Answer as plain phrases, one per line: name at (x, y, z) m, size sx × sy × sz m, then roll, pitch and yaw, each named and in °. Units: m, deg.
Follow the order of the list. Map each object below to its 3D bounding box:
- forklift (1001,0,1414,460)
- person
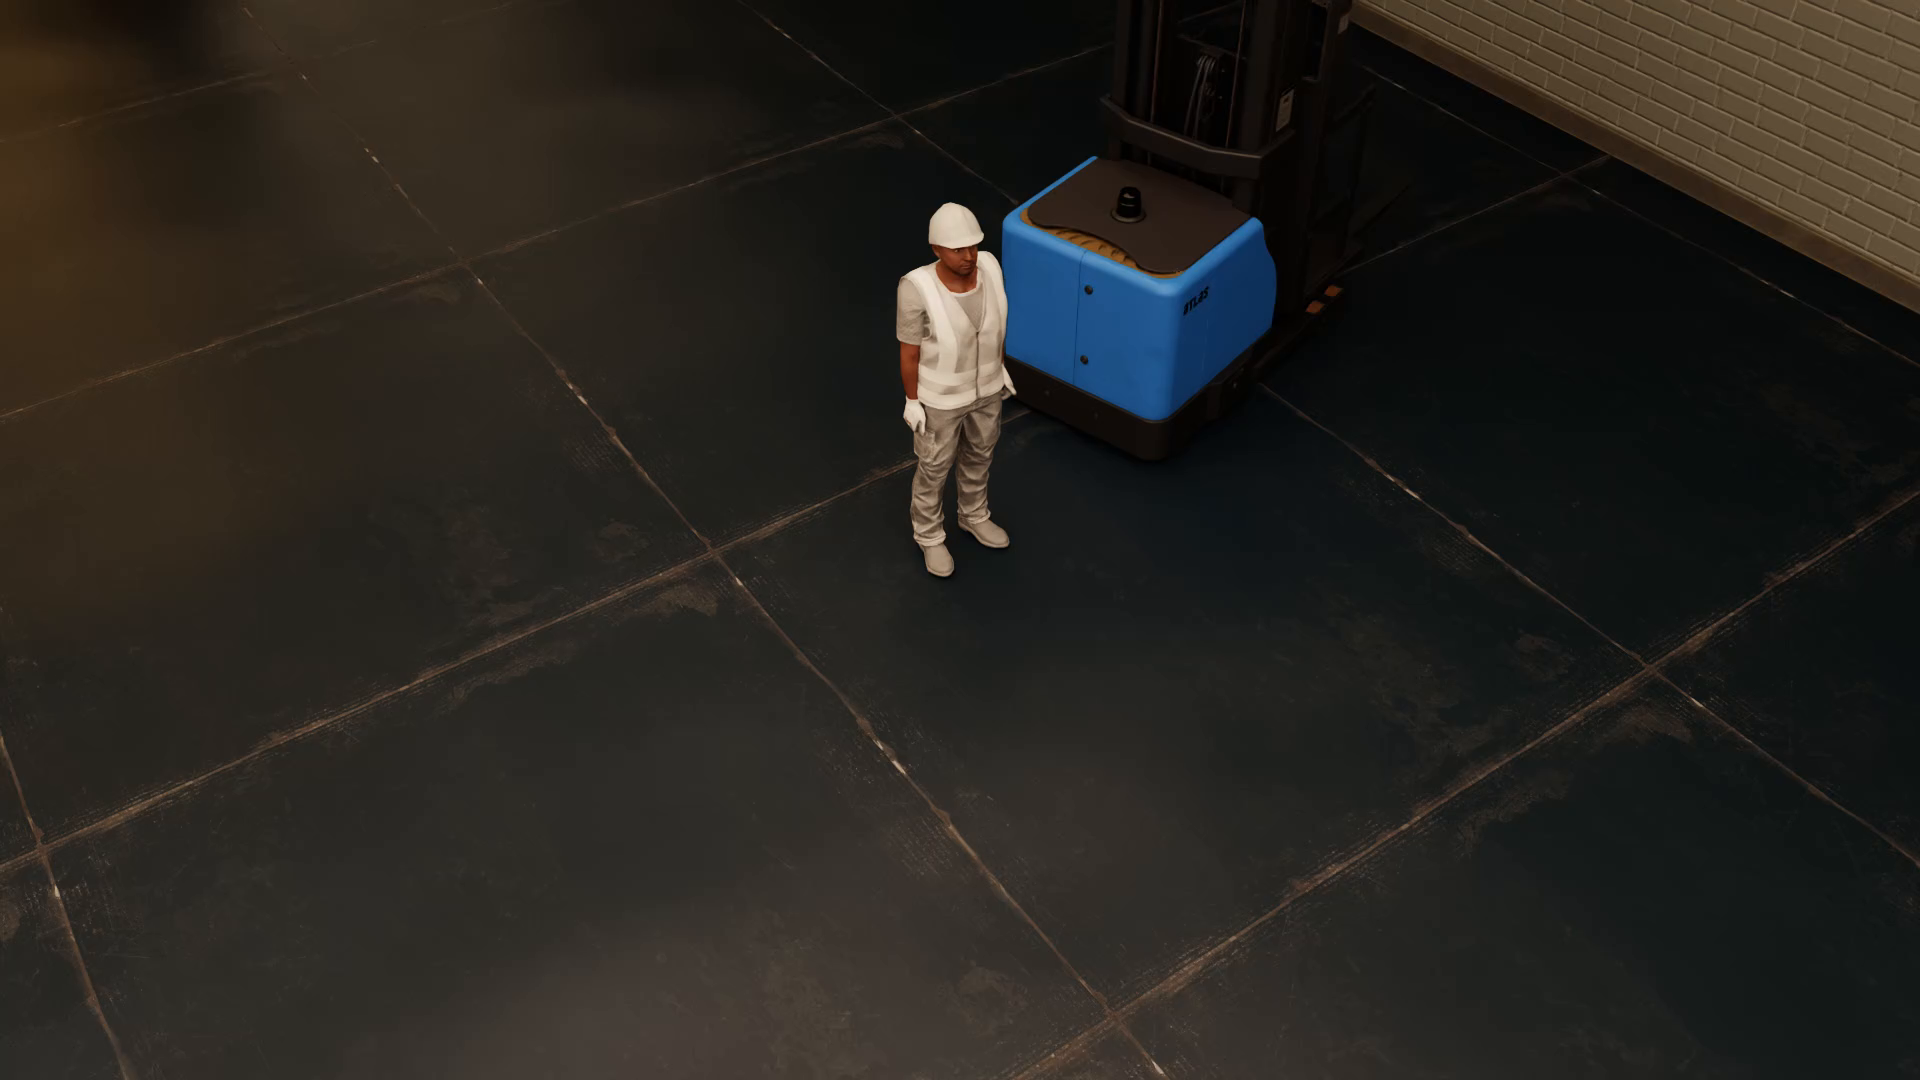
forklift at (1.498, -2.411, 8.331) m, size 1.130 × 2.935 × 3.031 m, roll 28°, pitch 50°, yaw 27°
person at (0.003, -0.656, 7.273) m, size 0.543 × 1.789 × 0.387 m, roll -25°, pitch 48°, yaw -25°
